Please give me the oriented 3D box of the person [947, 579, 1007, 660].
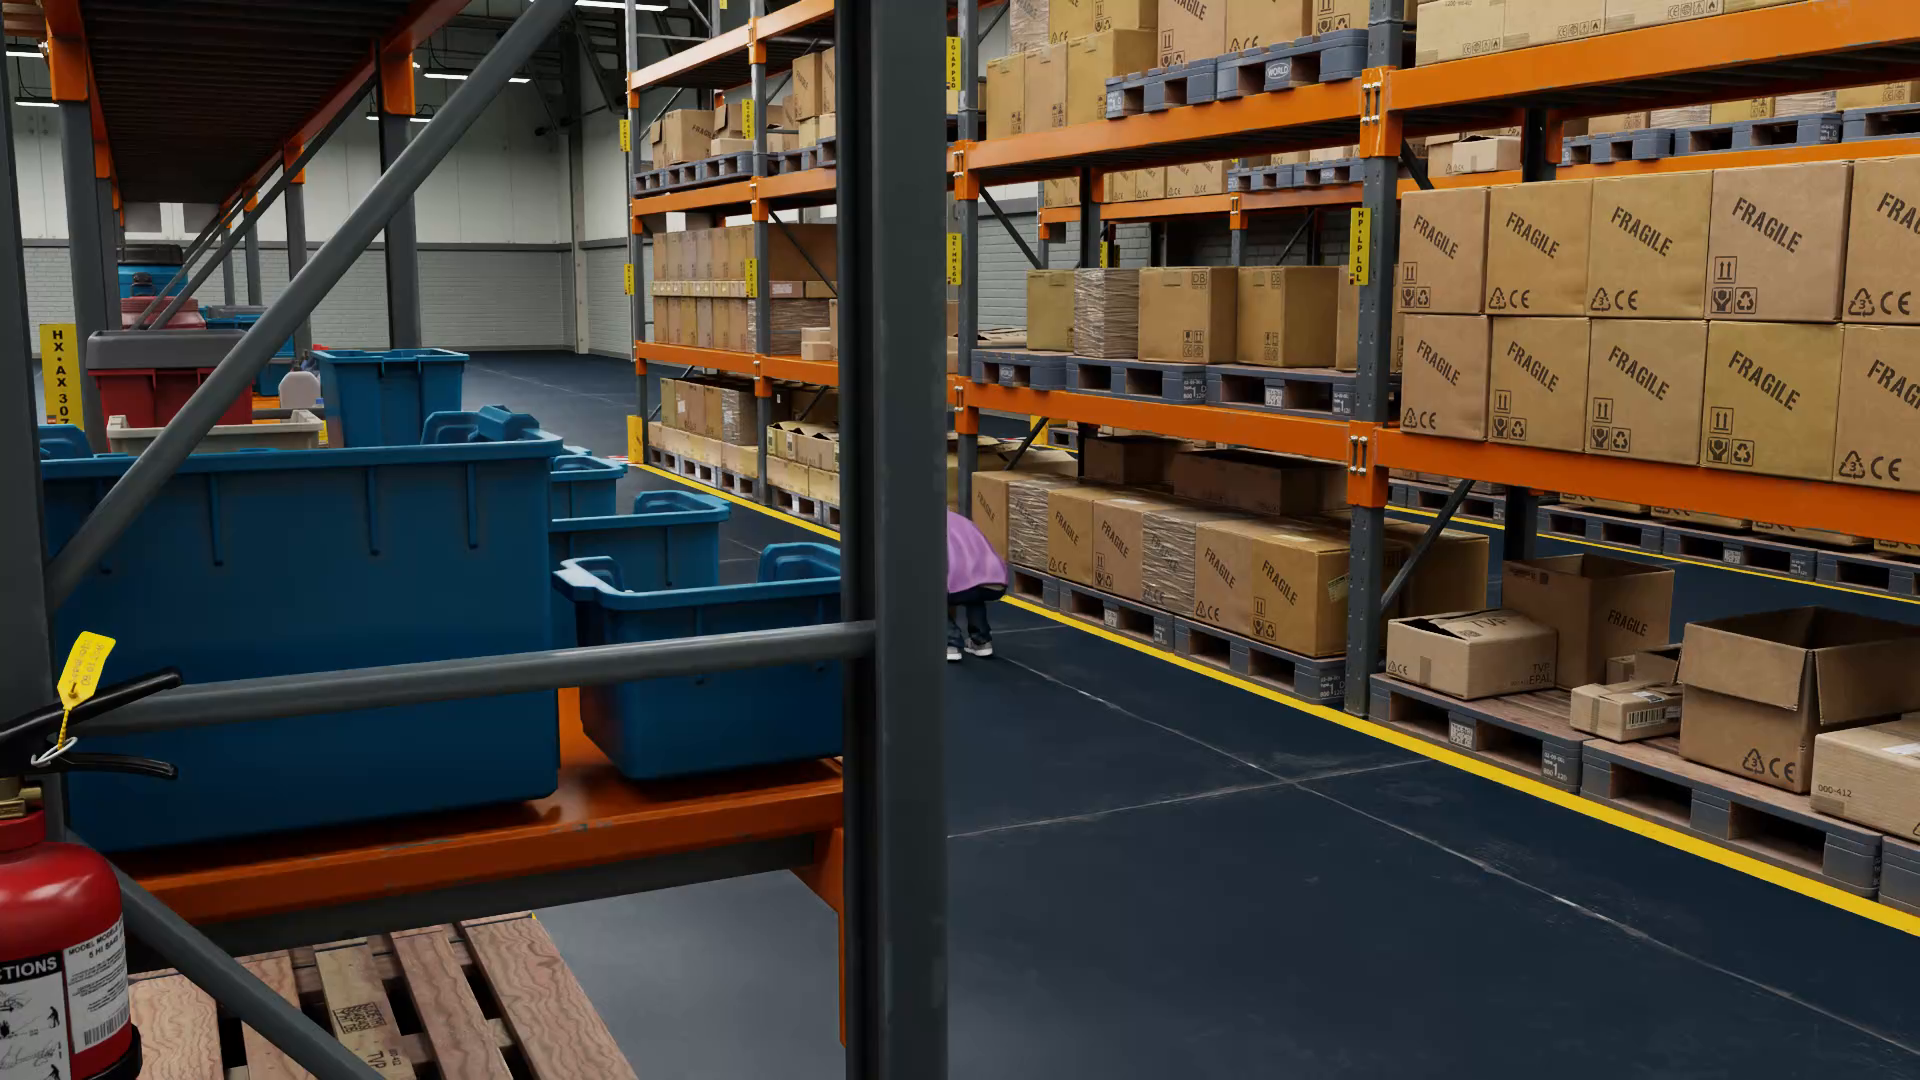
[{"bbox_3d":[-0.032,0.244,8.665,0.408,0.731,0.665,-4,10,-26],"label":"person"}]
